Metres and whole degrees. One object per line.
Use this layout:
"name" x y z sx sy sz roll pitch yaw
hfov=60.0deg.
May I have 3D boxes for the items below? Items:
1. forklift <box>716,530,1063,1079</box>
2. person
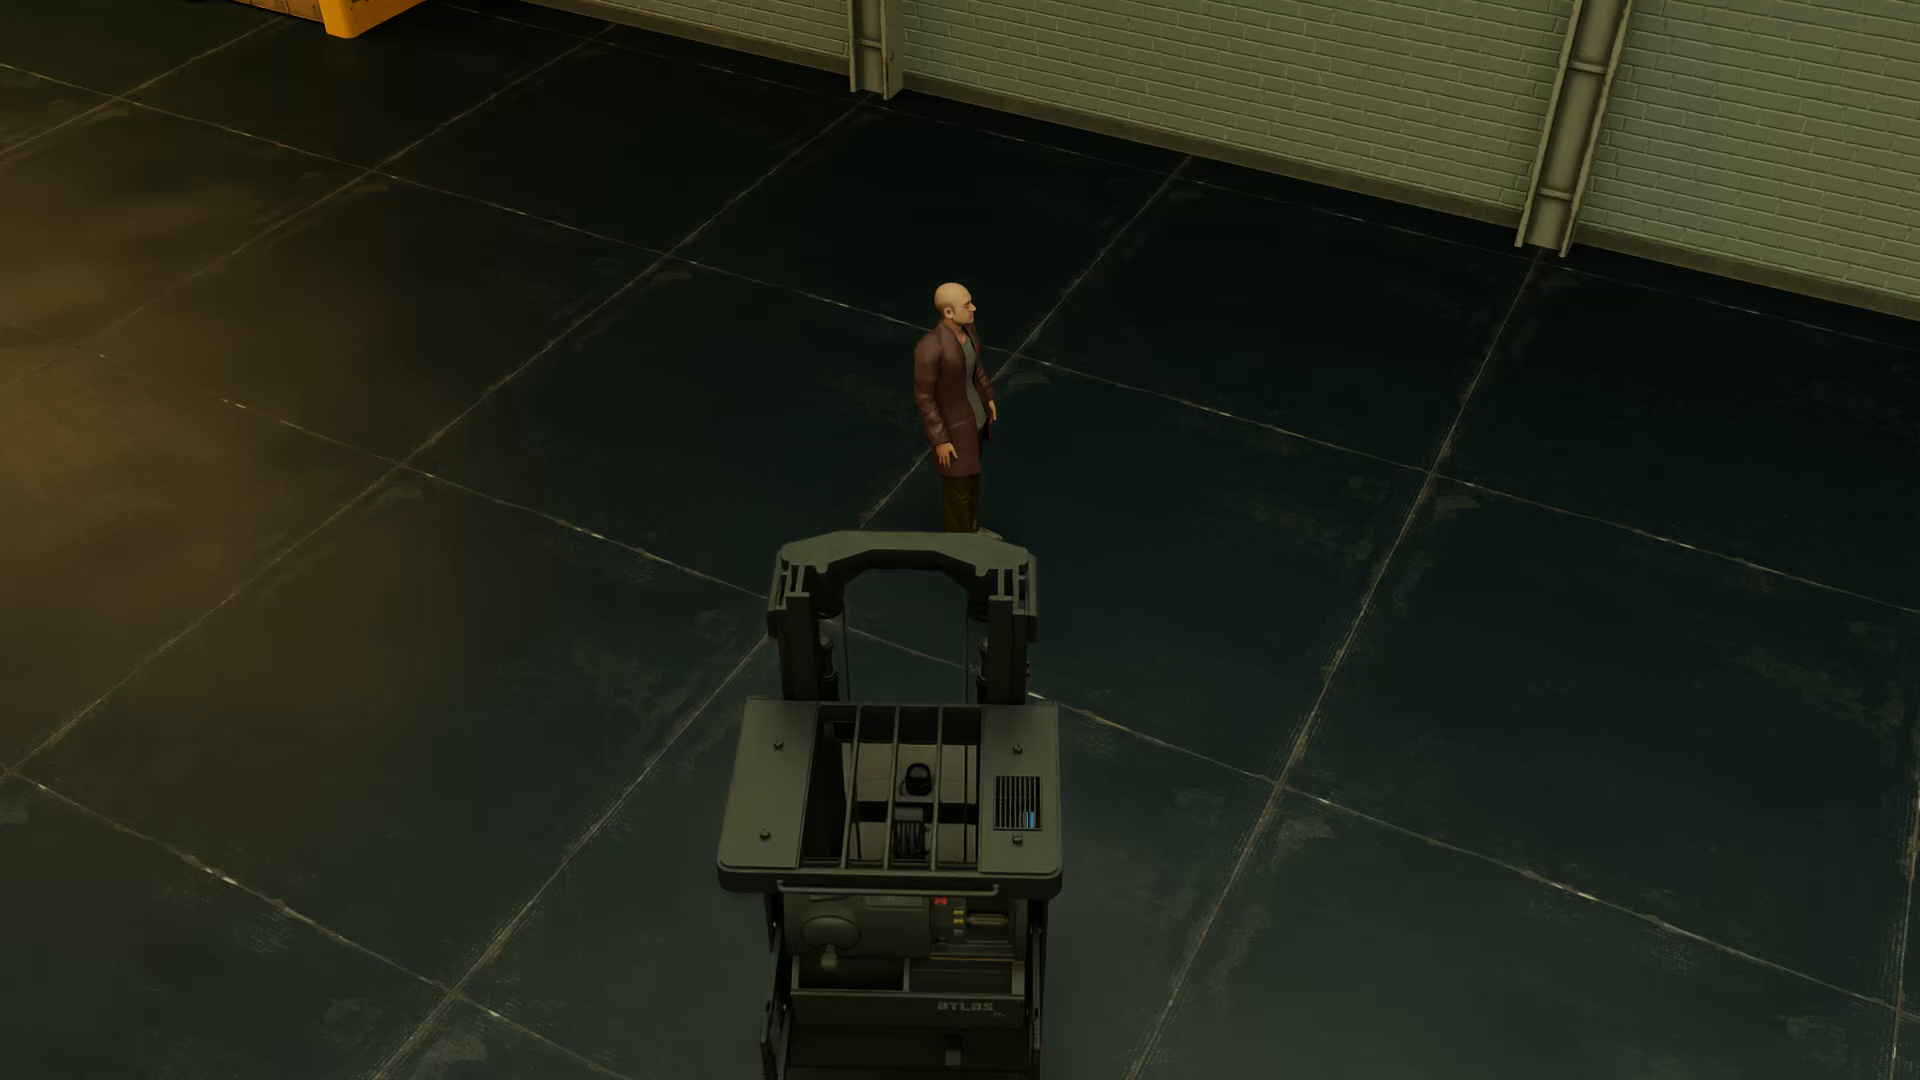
"forklift" -0.210 1.526 6.174 1.130 2.935 3.031 1 40 1
"person" 0.078 -0.656 9.649 0.582 1.775 0.696 18 43 21
